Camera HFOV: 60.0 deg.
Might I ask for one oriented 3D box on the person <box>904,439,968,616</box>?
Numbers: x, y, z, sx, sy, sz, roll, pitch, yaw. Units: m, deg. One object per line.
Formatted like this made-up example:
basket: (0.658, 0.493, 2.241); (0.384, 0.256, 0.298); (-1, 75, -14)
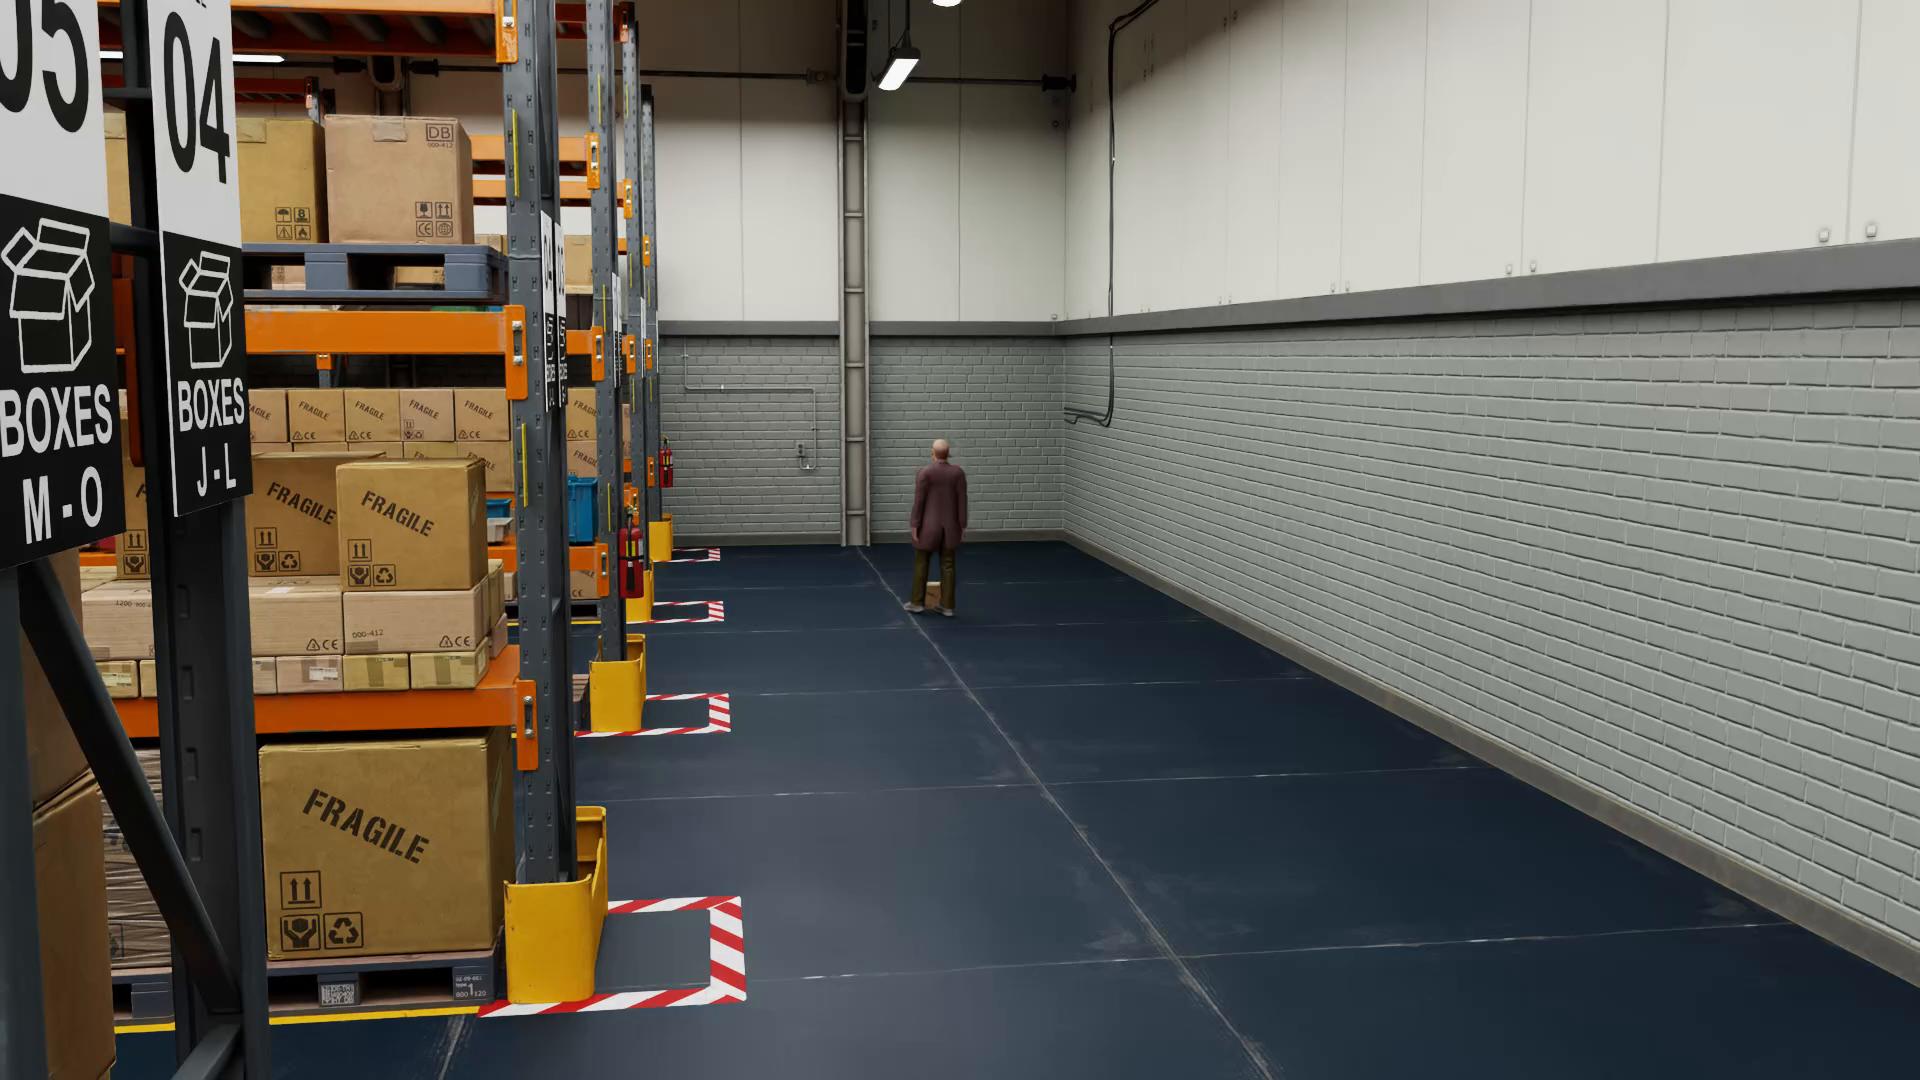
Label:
person: (-0.258, -0.144, 16.943); (0.610, 1.782, 0.597); (-2, 7, -17)
